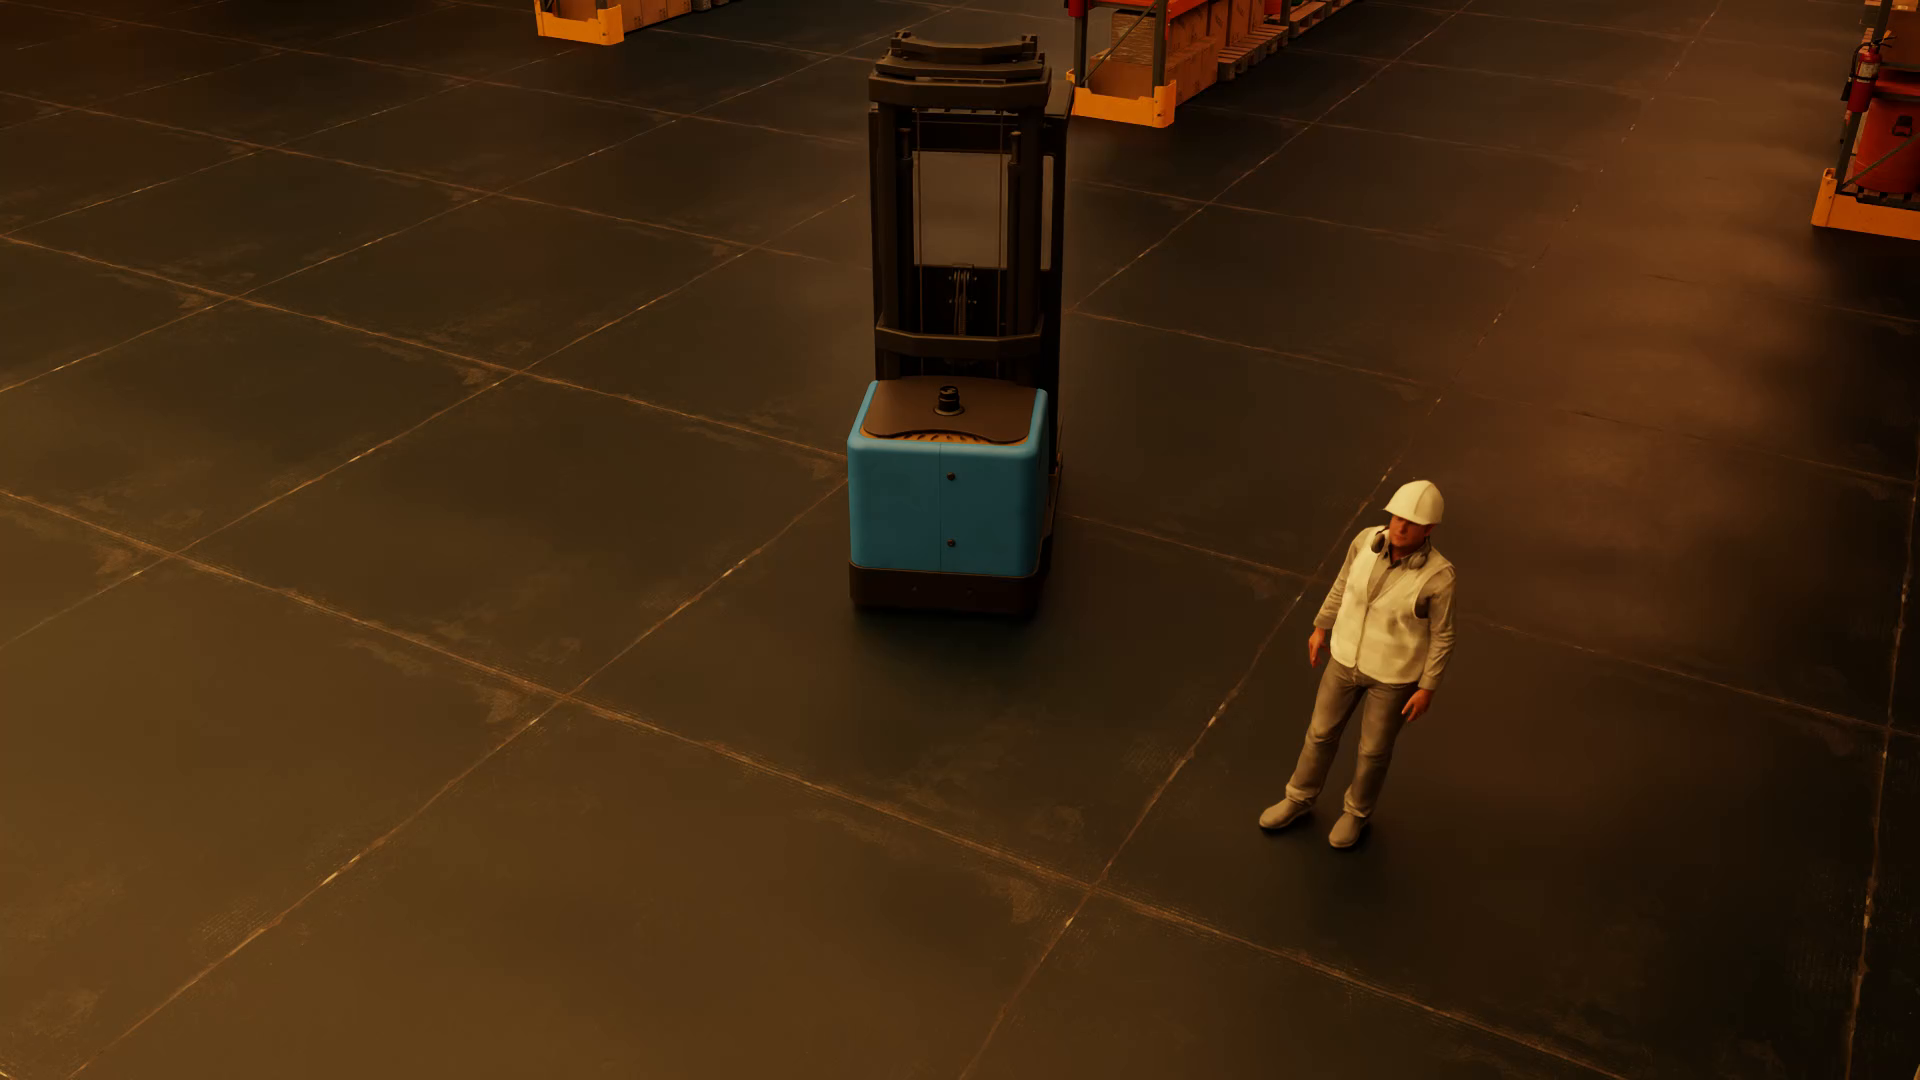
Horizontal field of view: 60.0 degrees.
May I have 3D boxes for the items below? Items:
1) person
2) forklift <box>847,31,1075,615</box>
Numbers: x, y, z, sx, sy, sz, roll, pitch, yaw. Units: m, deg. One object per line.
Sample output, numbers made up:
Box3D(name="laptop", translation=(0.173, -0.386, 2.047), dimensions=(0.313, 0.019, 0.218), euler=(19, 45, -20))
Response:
Box3D(name="person", translation=(1.771, 0.563, 7.240), dimensions=(0.569, 1.775, 0.629), euler=(-26, 39, -37))
Box3D(name="forklift", translation=(0.072, -1.572, 9.794), dimensions=(1.130, 2.935, 3.031), euler=(3, 30, 6))
